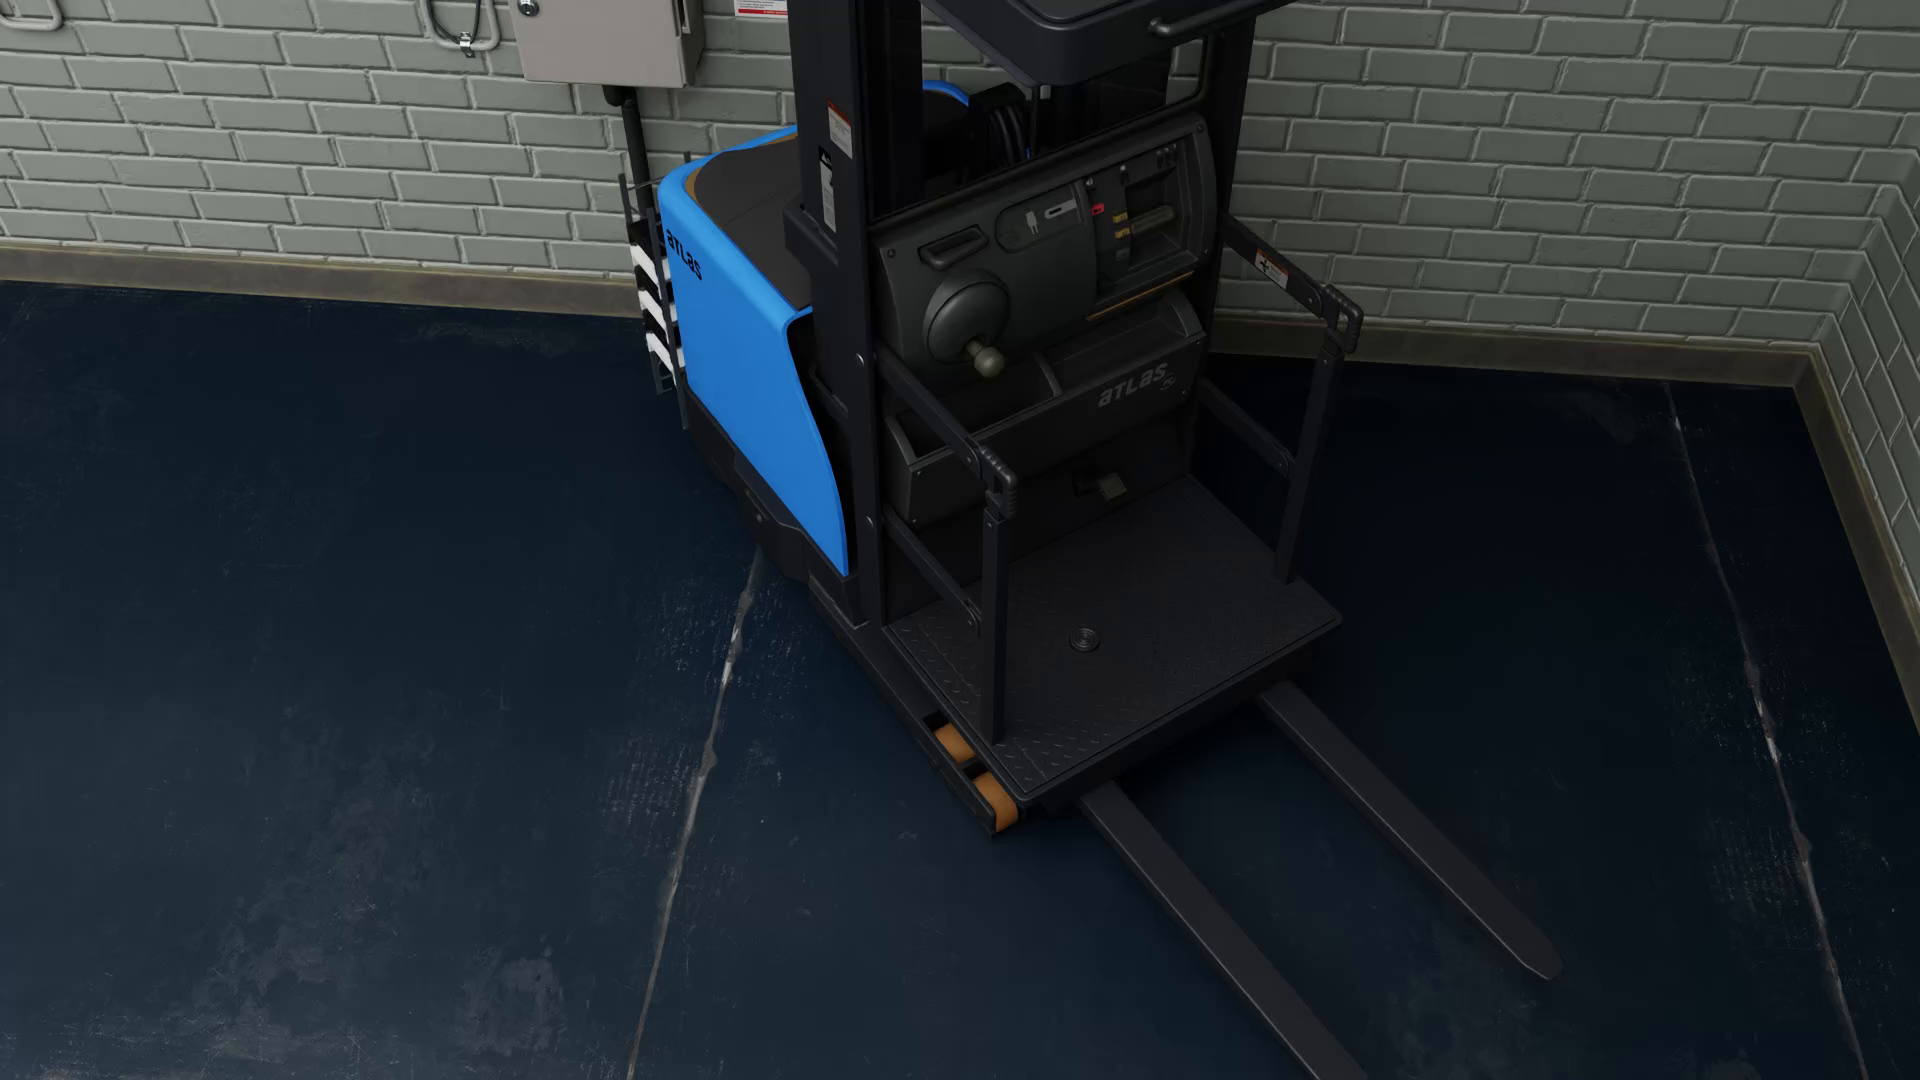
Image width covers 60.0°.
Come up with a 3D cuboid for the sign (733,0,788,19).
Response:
[{"bbox_3d":[-0.524,-1.757,4.888,0.329,0.494,0.001,4,48,4],"label":"sign"}]

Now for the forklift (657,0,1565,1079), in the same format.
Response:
[{"bbox_3d":[0.347,-0.602,3.815,1.130,2.935,3.031,-26,53,-22],"label":"forklift"}]

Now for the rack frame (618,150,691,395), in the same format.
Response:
[{"bbox_3d":[-0.936,-0.850,5.417,0.240,0.900,0.006,-25,52,-21],"label":"rack frame"}]

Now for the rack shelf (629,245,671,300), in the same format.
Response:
[{"bbox_3d":[-0.882,-0.885,5.251,0.258,0.077,0.200,-25,52,-21],"label":"rack shelf"}]

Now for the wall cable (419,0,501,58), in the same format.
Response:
[{"bbox_3d":[-1.700,-2.174,4.517,0.588,1.984,0.122,4,48,4],"label":"wall cable"}]

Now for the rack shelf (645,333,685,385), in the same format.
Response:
[{"bbox_3d":[-0.882,-0.642,5.517,0.258,0.077,0.200,-25,52,-21],"label":"rack shelf"}]

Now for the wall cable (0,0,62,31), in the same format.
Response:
[{"bbox_3d":[-3.113,-2.272,4.585,0.585,1.953,0.123,4,48,4],"label":"wall cable"}]

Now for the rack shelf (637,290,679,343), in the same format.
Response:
[{"bbox_3d":[-0.882,-0.764,5.384,0.258,0.077,0.200,-25,52,-21],"label":"rack shelf"}]

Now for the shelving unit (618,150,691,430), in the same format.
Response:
[{"bbox_3d":[-0.882,-0.786,5.359,0.258,0.900,0.210,-25,52,-21],"label":"shelving unit"}]

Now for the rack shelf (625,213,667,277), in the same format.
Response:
[{"bbox_3d":[-0.882,-0.946,5.185,0.258,0.077,0.200,-25,52,-21],"label":"rack shelf"}]

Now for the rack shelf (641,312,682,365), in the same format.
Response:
[{"bbox_3d":[-0.882,-0.703,5.450,0.258,0.077,0.200,-25,52,-21],"label":"rack shelf"}]

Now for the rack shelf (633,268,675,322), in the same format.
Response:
[{"bbox_3d":[-0.882,-0.825,5.318,0.258,0.077,0.200,-25,52,-21],"label":"rack shelf"}]

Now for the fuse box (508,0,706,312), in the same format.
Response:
[{"bbox_3d":[-1.035,-1.235,5.220,0.539,1.711,0.414,4,48,4],"label":"fuse box"}]

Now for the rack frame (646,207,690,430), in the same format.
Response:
[{"bbox_3d":[-0.827,-0.723,5.301,0.240,0.900,0.006,-25,52,-21],"label":"rack frame"}]
